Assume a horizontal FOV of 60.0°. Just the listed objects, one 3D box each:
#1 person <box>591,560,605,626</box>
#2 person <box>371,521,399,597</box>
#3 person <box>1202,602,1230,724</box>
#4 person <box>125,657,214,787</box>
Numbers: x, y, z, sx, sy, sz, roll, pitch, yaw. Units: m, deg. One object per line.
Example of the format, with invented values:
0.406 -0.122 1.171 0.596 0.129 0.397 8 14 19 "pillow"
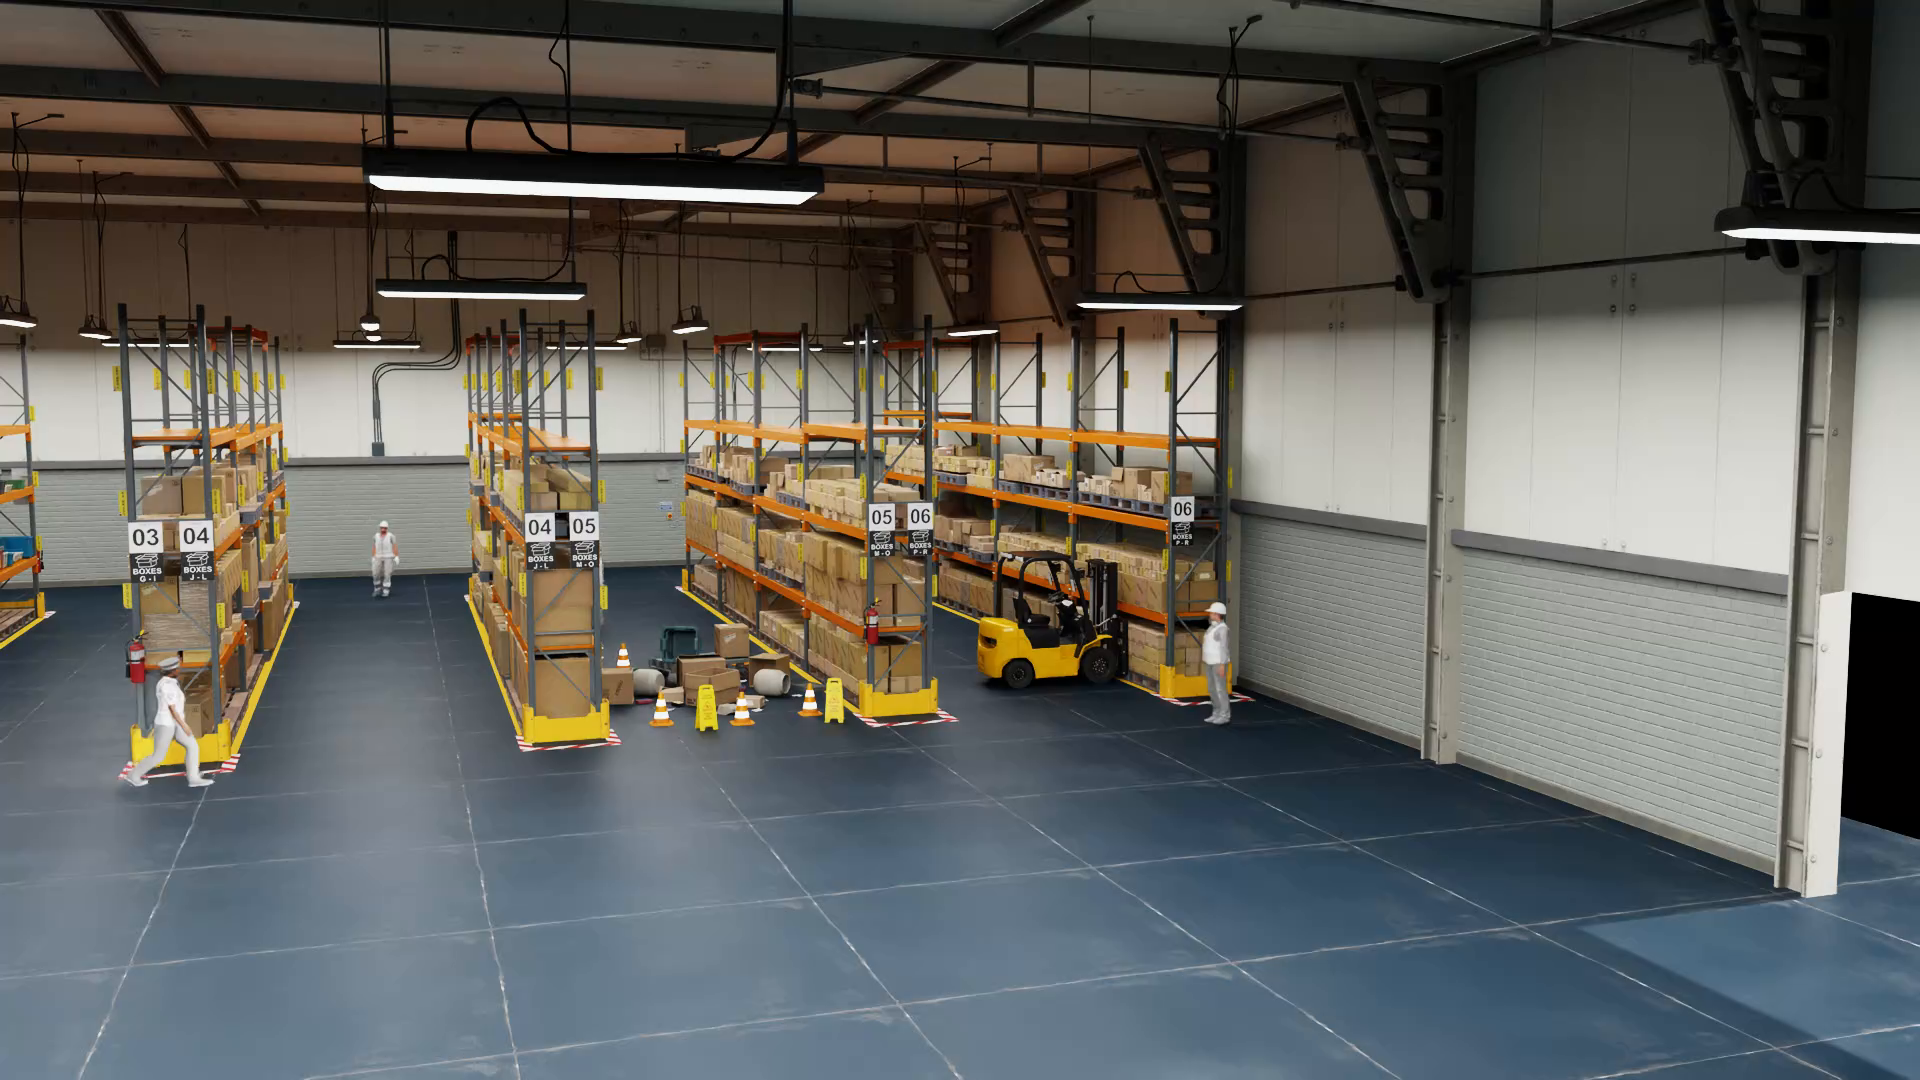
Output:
-7.513 0.918 34.270 0.486 1.688 0.372 3 6 26 "person"
-13.422 0.445 38.783 0.645 1.789 0.411 -1 6 -10 "person"
3.770 1.819 24.380 0.398 1.811 0.630 -1 6 -14 "person"
-9.739 2.253 20.445 0.965 1.619 0.422 0 5 -2 "person"
